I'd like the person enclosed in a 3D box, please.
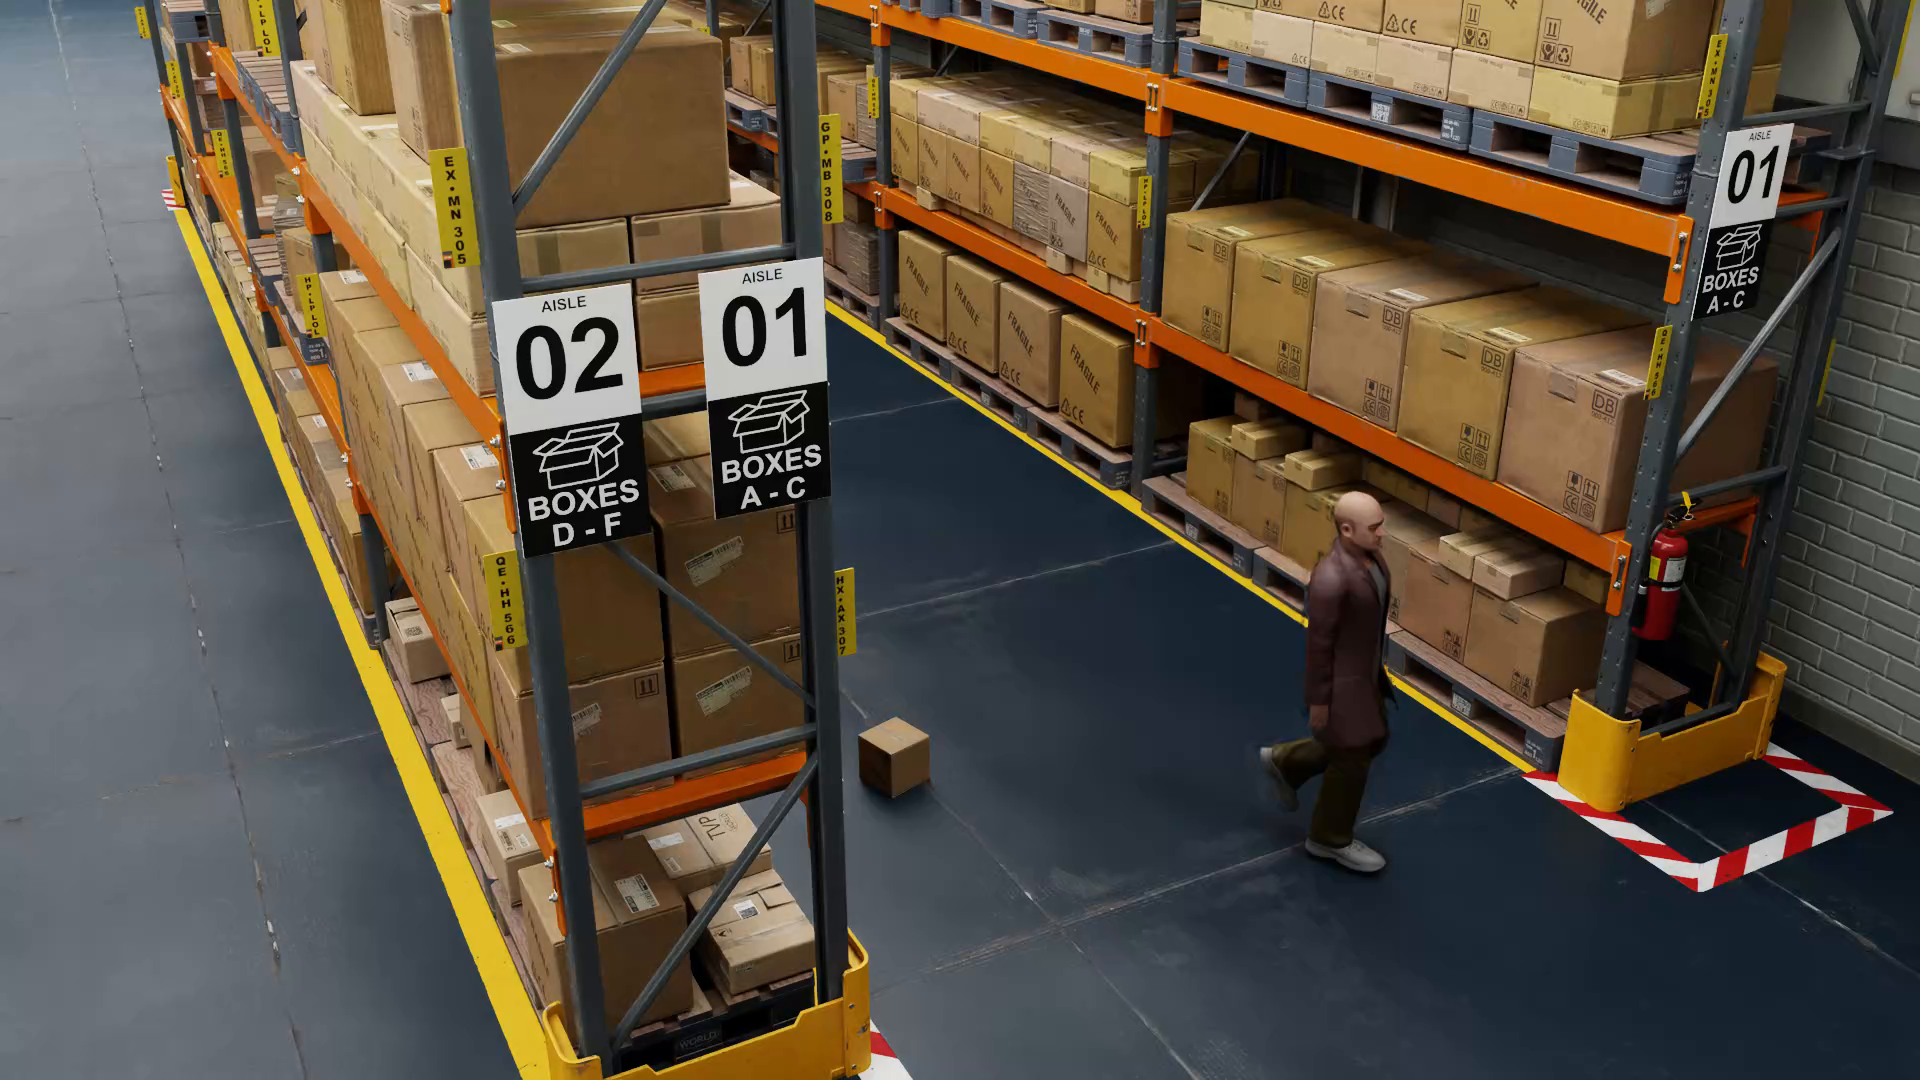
[{"bbox_3d":[1.655,0.594,7.308,0.669,1.766,0.587,13,28,26],"label":"person"}]
